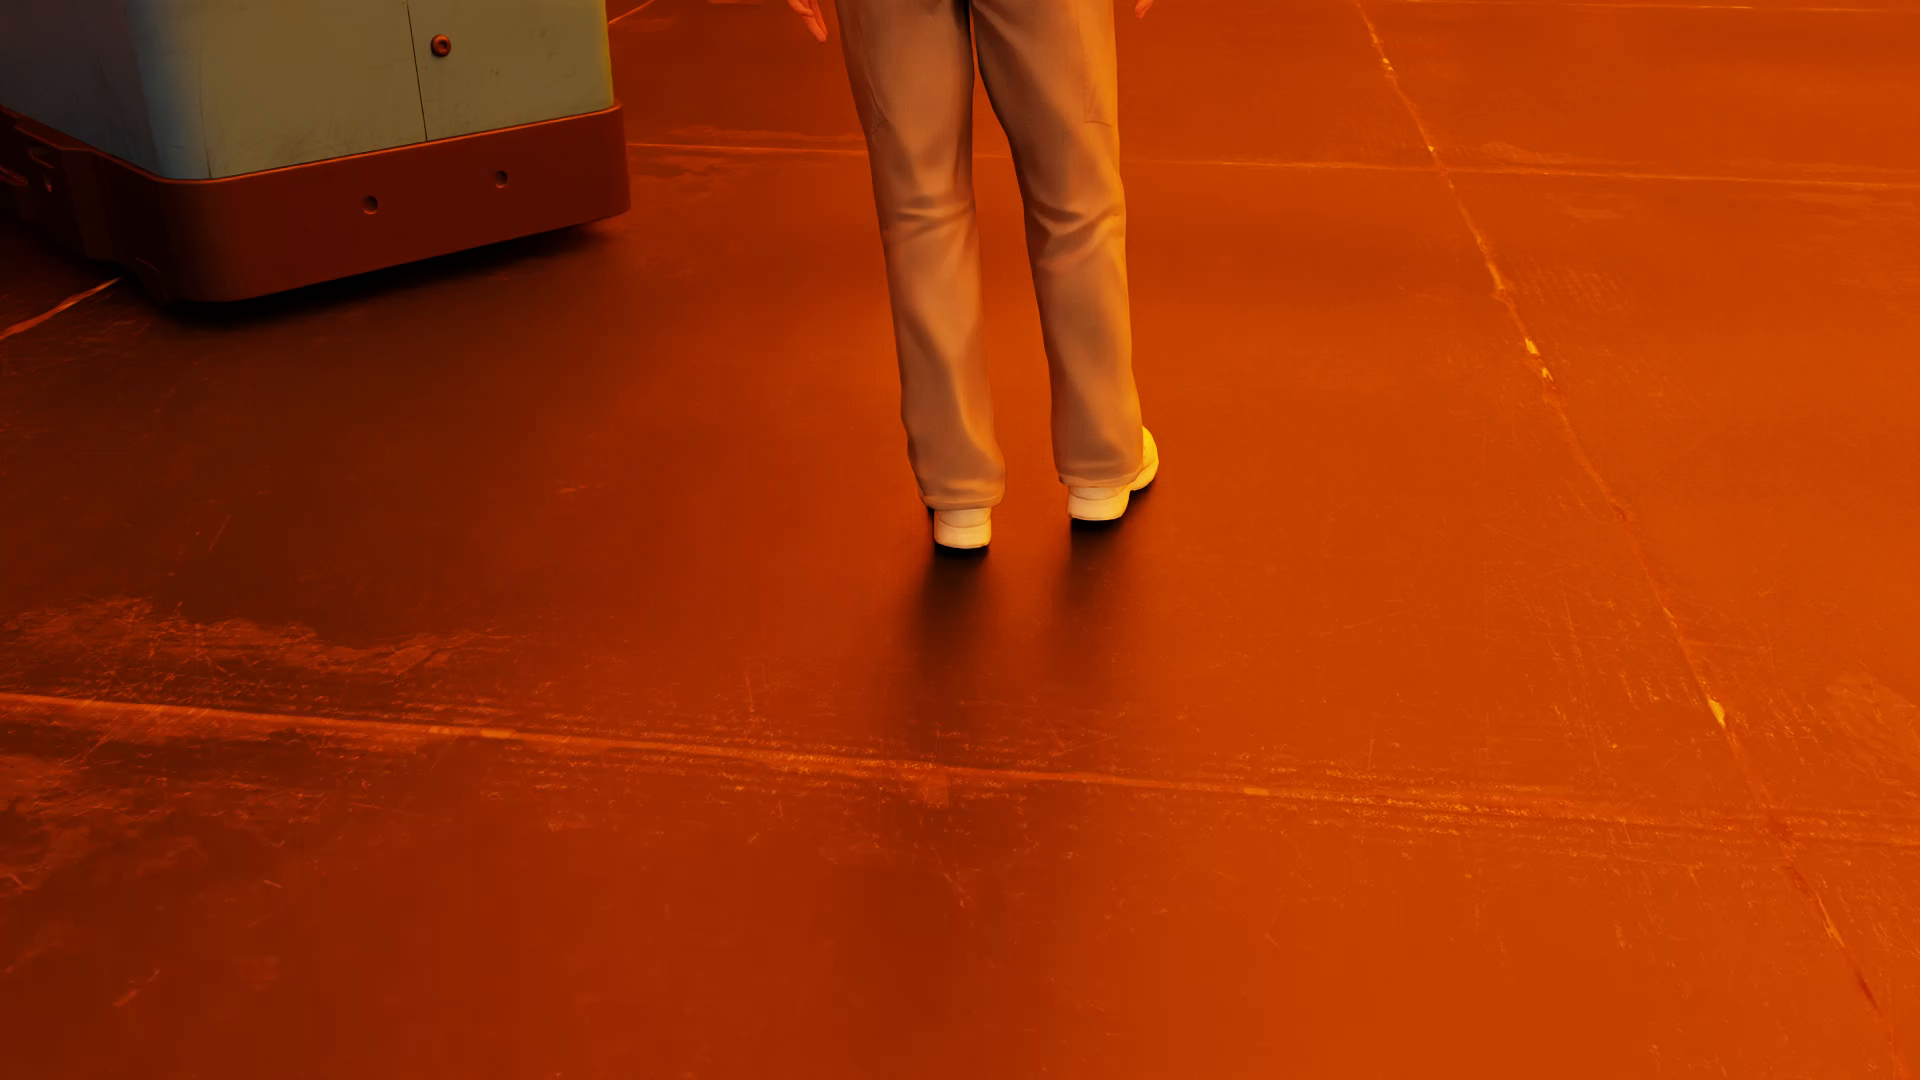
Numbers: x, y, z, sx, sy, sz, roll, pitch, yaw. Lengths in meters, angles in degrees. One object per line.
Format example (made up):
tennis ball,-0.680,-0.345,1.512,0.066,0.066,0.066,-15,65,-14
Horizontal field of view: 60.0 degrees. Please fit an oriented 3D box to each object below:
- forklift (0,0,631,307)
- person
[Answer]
forklift,-2.163,-2.340,3.907,1.130,2.935,3.031,-24,35,-39
person,0.023,-0.788,2.187,0.550,1.673,0.548,3,27,7
